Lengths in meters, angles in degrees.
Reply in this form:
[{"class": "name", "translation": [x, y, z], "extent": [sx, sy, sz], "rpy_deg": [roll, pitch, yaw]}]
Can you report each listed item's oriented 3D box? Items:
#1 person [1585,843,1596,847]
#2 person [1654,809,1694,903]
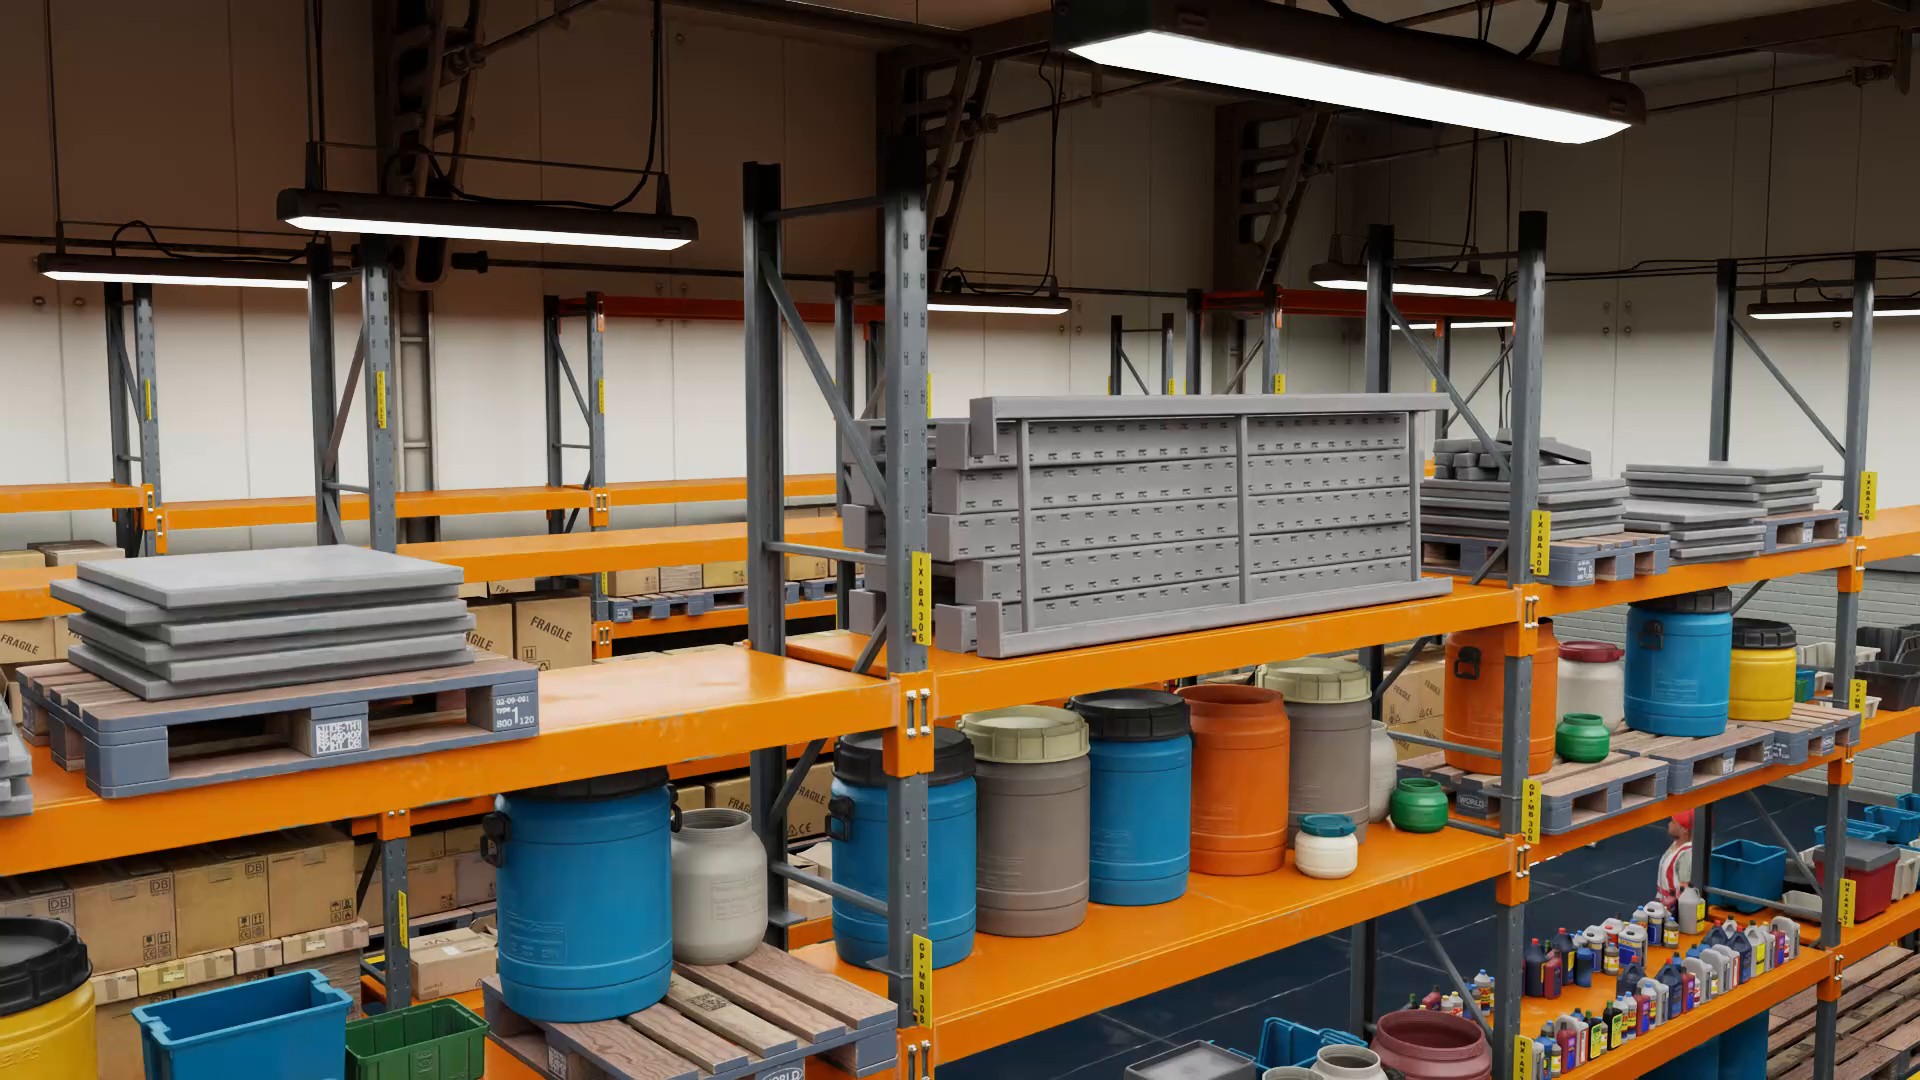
[{"class": "person", "translation": [6.993, 2.550, 18.674], "extent": [0.582, 1.648, 0.939], "rpy_deg": [2, 6, 19]}, {"class": "person", "translation": [5.785, 3.013, 13.435], "extent": [1.068, 1.746, 0.506], "rpy_deg": [-1, 6, -15]}]
